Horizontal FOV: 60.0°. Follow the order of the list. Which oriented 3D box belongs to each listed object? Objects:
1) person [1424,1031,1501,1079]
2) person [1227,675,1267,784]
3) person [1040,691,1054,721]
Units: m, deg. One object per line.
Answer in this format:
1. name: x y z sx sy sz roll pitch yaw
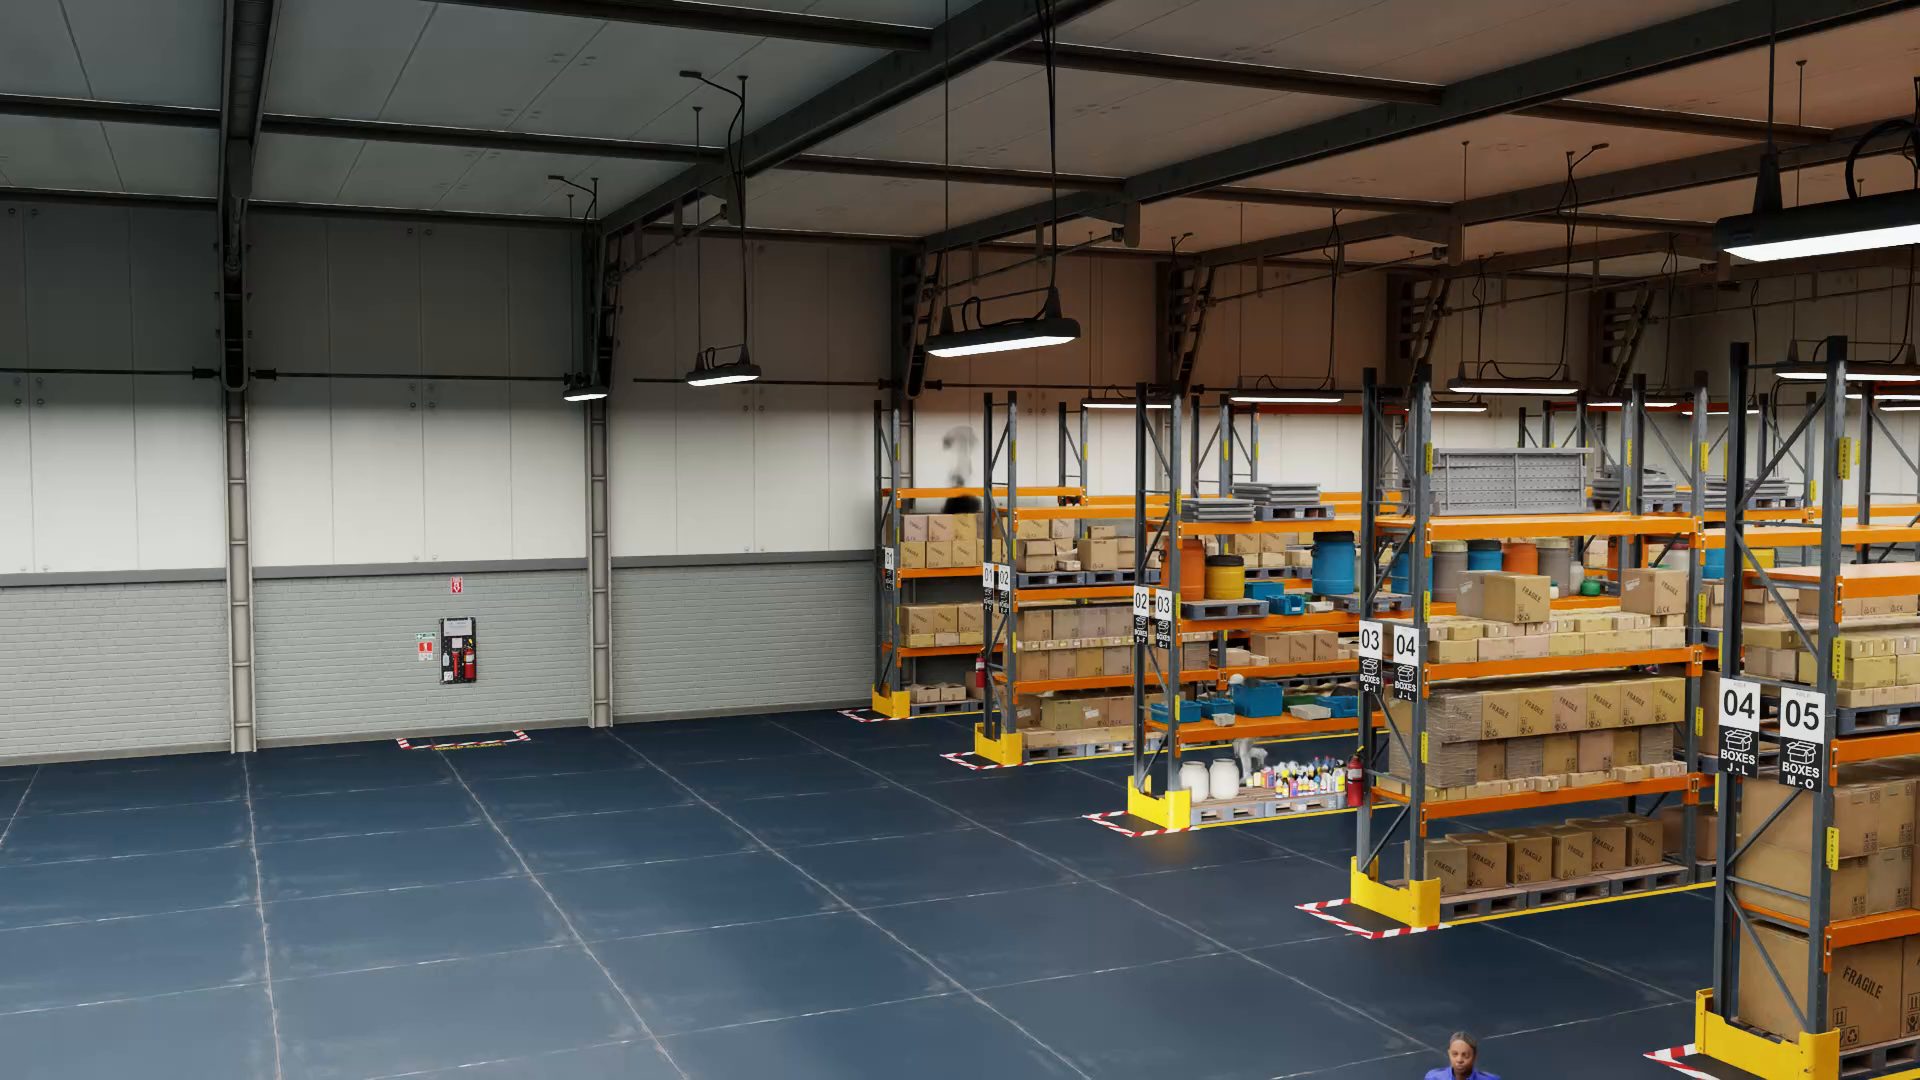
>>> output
1. person: 3.018 3.766 10.003 0.599 1.635 0.969 1 4 24
2. person: 4.371 2.869 25.264 0.775 1.689 0.693 -2 4 -31
3. person: 1.718 2.555 30.488 0.933 1.731 0.668 -3 5 -44
